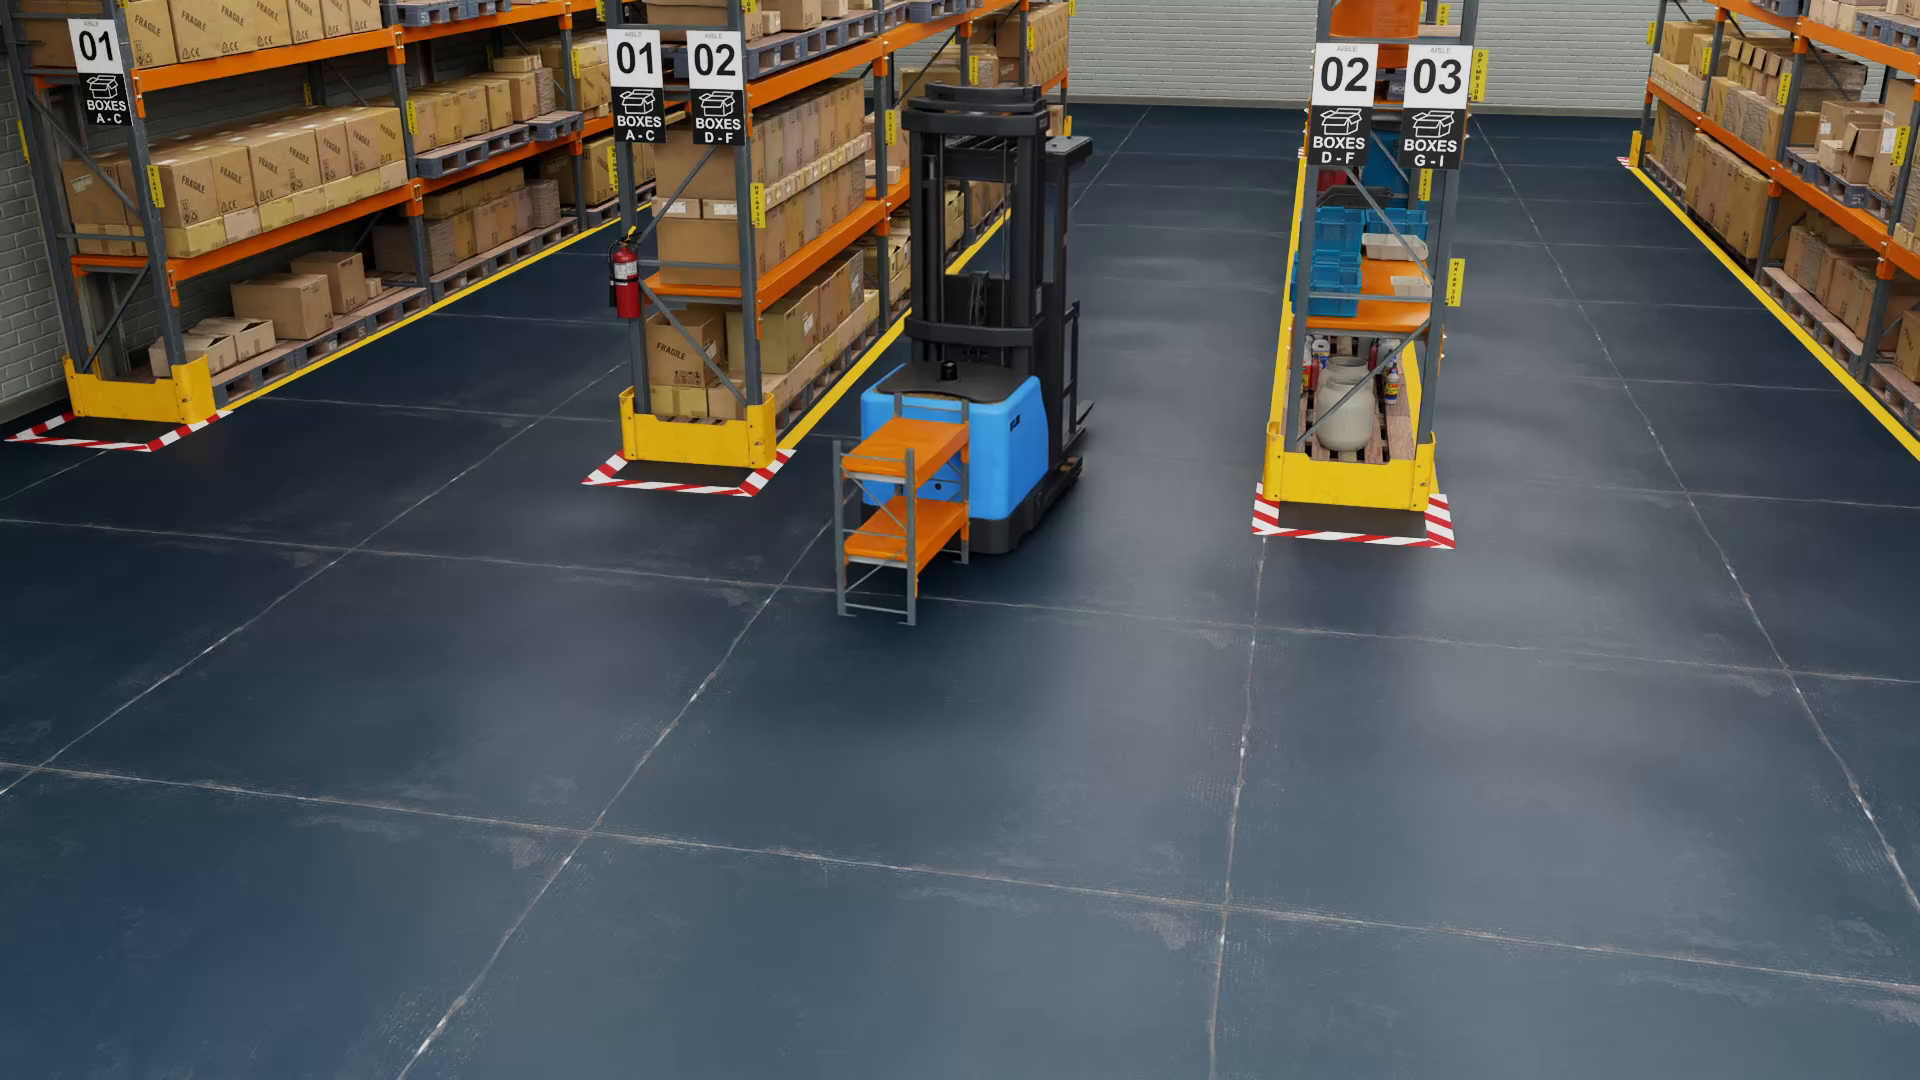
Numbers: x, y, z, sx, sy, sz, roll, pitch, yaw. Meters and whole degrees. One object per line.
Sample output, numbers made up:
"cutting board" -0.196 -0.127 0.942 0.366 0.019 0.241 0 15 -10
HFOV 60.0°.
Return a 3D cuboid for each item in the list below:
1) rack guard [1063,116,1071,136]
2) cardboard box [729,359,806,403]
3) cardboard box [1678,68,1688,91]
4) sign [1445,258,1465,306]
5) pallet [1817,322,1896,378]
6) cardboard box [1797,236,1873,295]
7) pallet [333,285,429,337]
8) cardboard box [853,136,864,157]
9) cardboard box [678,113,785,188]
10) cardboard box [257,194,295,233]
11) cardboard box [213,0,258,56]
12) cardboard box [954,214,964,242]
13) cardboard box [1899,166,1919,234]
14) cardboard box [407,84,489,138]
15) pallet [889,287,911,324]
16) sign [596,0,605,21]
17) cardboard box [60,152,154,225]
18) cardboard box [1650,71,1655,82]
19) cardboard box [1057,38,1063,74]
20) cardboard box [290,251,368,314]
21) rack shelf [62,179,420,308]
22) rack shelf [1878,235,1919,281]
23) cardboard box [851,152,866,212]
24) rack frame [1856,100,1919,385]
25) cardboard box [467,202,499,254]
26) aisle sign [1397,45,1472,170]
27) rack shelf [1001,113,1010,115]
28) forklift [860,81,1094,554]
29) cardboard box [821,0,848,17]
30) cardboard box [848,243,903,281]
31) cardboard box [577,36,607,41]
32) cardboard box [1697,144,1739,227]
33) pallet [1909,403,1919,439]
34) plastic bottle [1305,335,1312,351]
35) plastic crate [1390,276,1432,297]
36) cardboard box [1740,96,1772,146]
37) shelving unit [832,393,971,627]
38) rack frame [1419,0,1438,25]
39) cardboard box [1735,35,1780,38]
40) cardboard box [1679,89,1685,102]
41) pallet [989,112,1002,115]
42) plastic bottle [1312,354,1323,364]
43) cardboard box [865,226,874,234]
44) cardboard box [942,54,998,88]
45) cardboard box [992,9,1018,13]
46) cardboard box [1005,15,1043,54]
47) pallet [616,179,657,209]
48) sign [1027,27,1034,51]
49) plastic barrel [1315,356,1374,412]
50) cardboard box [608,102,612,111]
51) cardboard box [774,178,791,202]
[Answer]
"rack guard" 1.231 -6.712 27.350 1.175 0.500 0.348 4 22 11
"cardboard box" -1.592 -1.329 13.758 0.500 0.250 0.500 4 22 11
"cardboard box" 10.168 -6.306 22.798 0.500 0.250 0.500 5 22 12
"sign" 3.368 -1.754 11.322 0.100 0.325 0.005 4 22 11
"pallet" 8.653 -1.745 15.405 1.003 0.211 1.213 4 22 11
"cardboard box" 9.094 -2.811 17.075 0.700 0.500 0.500 3 22 6
"pallet" -6.154 -2.345 16.894 1.003 0.211 1.213 4 22 11
"cardboard box" -1.100 -3.652 15.404 0.380 0.149 0.250 4 22 10
"cardboard box" -1.797 -3.078 13.110 0.700 0.500 0.500 4 22 10
"cardboard box" -6.256 -2.895 14.700 0.500 0.250 0.500 4 22 10
"cardboard box" -6.309 -4.358 13.984 0.500 0.500 0.500 6 23 13
"cardboard box" -0.254 -3.682 19.599 0.500 0.250 0.500 5 22 12
"cardboard box" 8.343 -2.779 13.705 0.875 0.500 0.500 4 22 11
"cardboard box" -5.690 -4.768 18.454 0.700 0.500 0.500 8 23 18
"pallet" -1.090 -2.490 17.252 1.003 0.211 1.213 4 22 11
"sign" -2.546 -3.860 11.827 0.100 0.325 0.005 4 22 11
"cardboard box" -6.980 -2.900 13.709 0.500 0.500 0.500 4 22 10
"cardboard box" 10.548 -6.921 24.861 0.380 0.149 0.250 5 22 12
"cardboard box" 1.319 -7.571 26.003 0.500 0.500 0.500 5 22 11
"cardboard box" -6.225 -2.549 16.424 0.500 0.500 0.500 3 22 7
"rack shelf" -6.460 -2.822 15.308 1.077 0.370 4.000 4 22 11
"rack shelf" 8.087 -1.689 12.495 1.077 0.370 4.000 4 22 11
"cardboard box" -1.286 -3.394 15.632 0.700 0.500 0.500 4 22 10
"rack frame" 8.495 -2.754 14.177 1.000 3.000 0.127 4 22 11
"cardboard box" -5.718 -3.578 18.980 0.700 0.500 0.500 5 22 12
"aisle sign" 3.102 -2.826 10.875 0.394 0.787 0.004 4 22 11
"rack shelf" 0.022 -5.371 21.638 1.077 0.370 4.000 4 22 11
"forklift" 0.284 -1.785 11.863 1.130 2.935 3.031 7 23 17
"cardboard box" -1.180 -4.583 14.290 0.380 0.149 0.250 4 22 11
"cardboard box" -0.874 -2.822 16.714 0.500 0.311 0.500 5 22 11
"cardboard box" -4.684 -6.417 21.710 0.500 0.250 0.500 5 22 11
"cardboard box" 9.835 -4.327 20.363 1.225 0.875 0.875 4 22 9
"pallet" 8.146 -0.765 12.970 1.003 0.211 1.213 4 22 11
"plastic bottle" 2.950 -1.619 14.315 0.144 0.351 0.185 4 22 10
"plastic crate" 3.328 -1.849 12.283 0.298 0.136 0.250 4 22 11
"cardboard box" 9.380 -4.835 19.209 0.500 0.500 0.500 4 22 9
"shelving unit" -0.345 -0.212 10.375 0.538 1.125 1.048 7 23 17
"rack frame" 3.647 -5.914 13.993 1.000 3.000 0.127 4 22 11
"cardboard box" 10.584 -6.431 22.106 0.500 0.500 0.500 4 22 11
"cardboard box" 10.079 -6.076 22.762 0.380 0.149 0.250 5 22 12
"pallet" 0.007 -5.596 21.490 1.003 0.211 1.213 4 22 11
"plastic bottle" 3.040 -1.488 14.191 0.097 0.201 0.097 0 22 0
"cardboard box" -1.196 -3.233 17.734 0.500 0.311 0.500 4 22 11
"cardboard box" 0.130 -6.027 21.607 0.700 0.500 0.500 -1 22 -3
"cardboard box" 0.589 -7.707 25.003 0.500 0.500 0.500 4 22 10
"cardboard box" 0.907 -7.286 23.957 0.500 0.500 0.500 4 22 9
"pallet" -4.750 -4.784 22.949 1.003 0.211 1.213 4 22 11
"sign" 0.975 -6.932 23.002 0.100 0.325 0.005 4 22 11
"plastic barrel" 2.992 -1.139 12.935 0.421 0.512 0.421 0 22 0
"cardboard box" -4.770 -5.724 21.861 0.380 0.149 0.250 5 22 12
"cardboard box" -1.570 -2.802 13.294 0.380 0.149 0.250 4 22 10
